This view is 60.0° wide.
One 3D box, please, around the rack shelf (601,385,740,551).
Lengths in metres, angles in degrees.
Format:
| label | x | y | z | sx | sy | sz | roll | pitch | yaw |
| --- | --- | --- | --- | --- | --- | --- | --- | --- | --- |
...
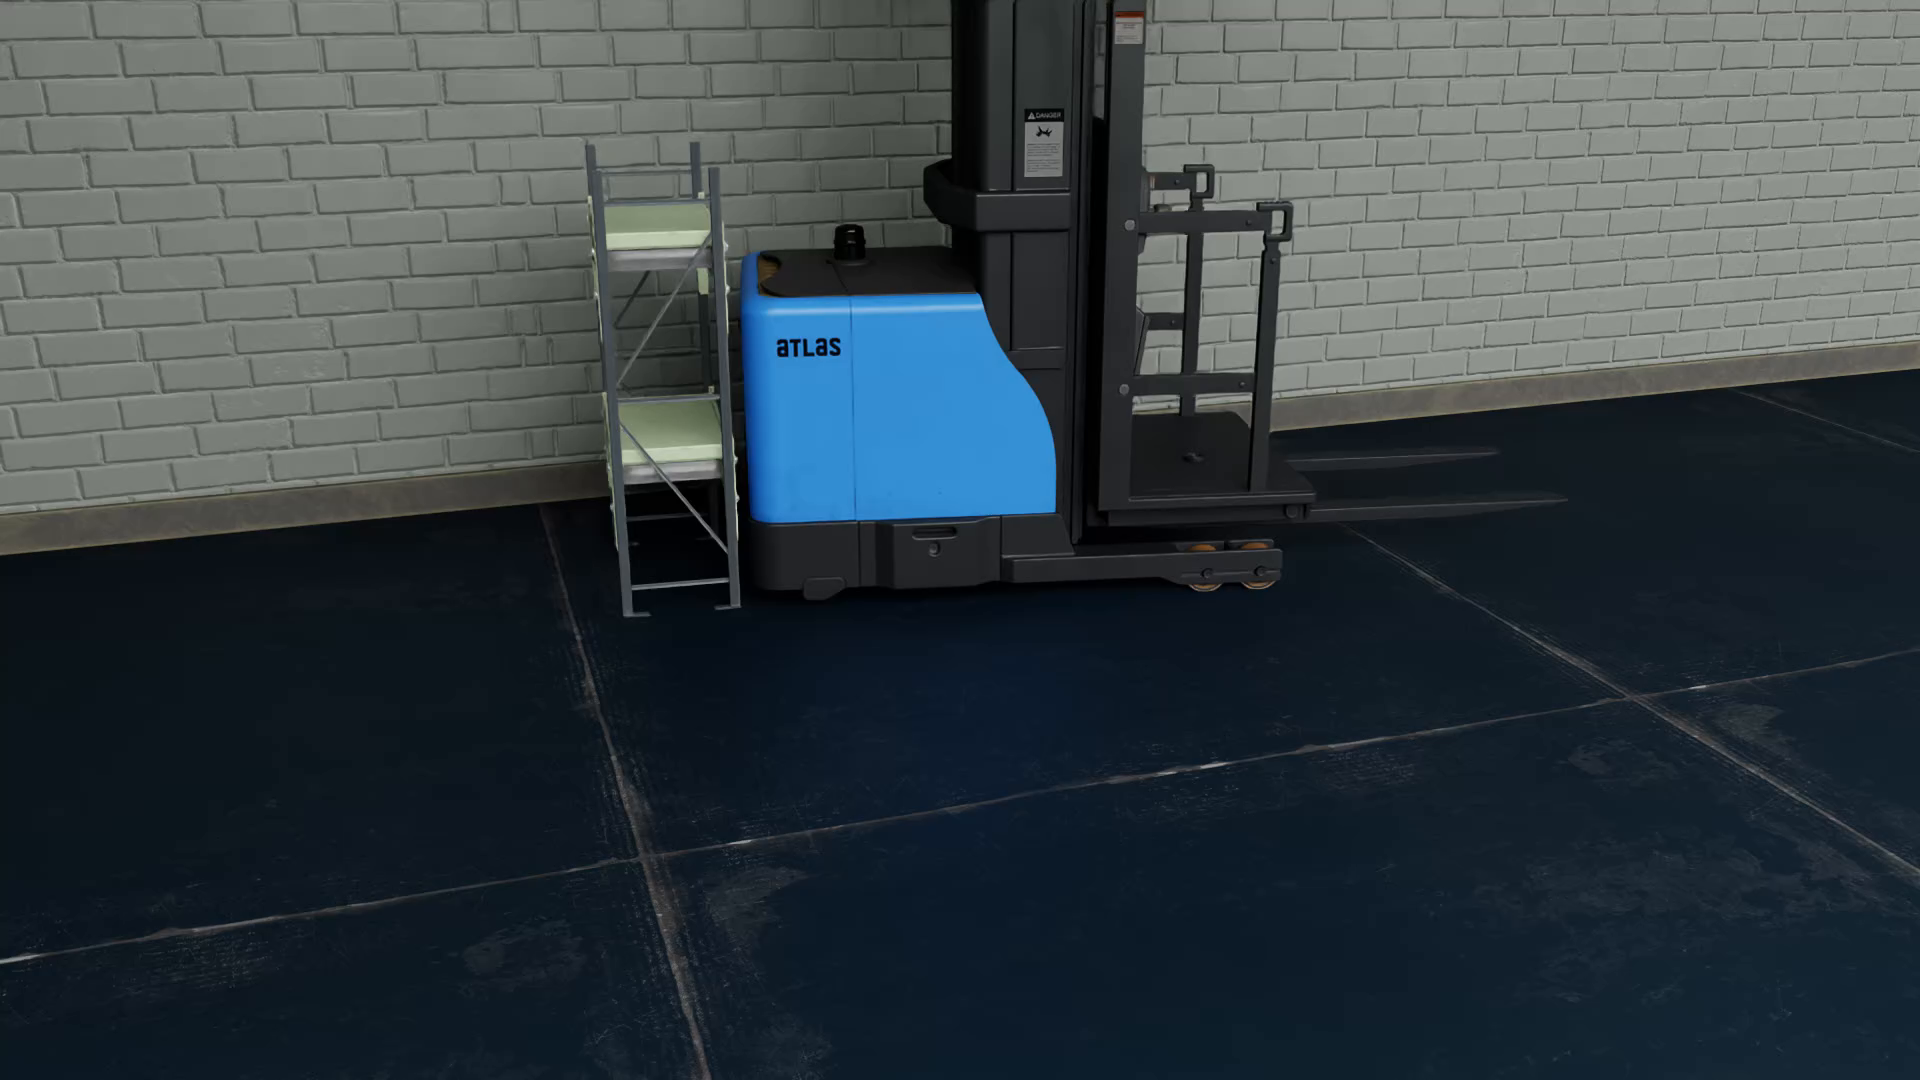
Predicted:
| label | x | y | z | sx | sy | sz | roll | pitch | yaw |
| --- | --- | --- | --- | --- | --- | --- | --- | --- | --- |
| rack shelf | -1.040 | -0.272 | 5.920 | 0.431 | 0.370 | 0.720 | -5 | 20 | -12 |

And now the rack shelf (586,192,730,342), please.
| label | x | y | z | sx | sy | sz | roll | pitch | yaw |
| --- | --- | --- | --- | --- | --- | --- | --- | --- | --- |
| rack shelf | -1.040 | -0.946 | 5.678 | 0.431 | 0.370 | 0.720 | -5 | 20 | -12 |

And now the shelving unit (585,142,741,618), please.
| label | x | y | z | sx | sy | sz | roll | pitch | yaw |
| --- | --- | --- | --- | --- | --- | --- | --- | --- | --- |
| shelving unit | -1.040 | -0.579 | 5.809 | 0.431 | 1.500 | 0.755 | -5 | 20 | -12 |

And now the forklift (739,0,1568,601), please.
| label | x | y | z | sx | sy | sz | roll | pitch | yaw |
| --- | --- | --- | --- | --- | --- | --- | --- | --- | --- |
| forklift | 0.719 | -1.370 | 5.894 | 3.031 | 2.935 | 1.130 | -2 | 20 | -6 |

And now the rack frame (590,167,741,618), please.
| label | x | y | z | sx | sy | sz | roll | pitch | yaw |
| --- | --- | --- | --- | --- | --- | --- | --- | --- | --- |
| rack frame | -0.957 | -0.458 | 5.474 | 0.400 | 1.500 | 0.023 | -5 | 20 | -12 |

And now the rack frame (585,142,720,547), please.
| label | x | y | z | sx | sy | sz | roll | pitch | yaw |
| --- | --- | --- | --- | --- | --- | --- | --- | --- | --- |
| rack frame | -1.124 | -0.699 | 6.145 | 0.400 | 1.500 | 0.023 | -5 | 20 | -12 |
